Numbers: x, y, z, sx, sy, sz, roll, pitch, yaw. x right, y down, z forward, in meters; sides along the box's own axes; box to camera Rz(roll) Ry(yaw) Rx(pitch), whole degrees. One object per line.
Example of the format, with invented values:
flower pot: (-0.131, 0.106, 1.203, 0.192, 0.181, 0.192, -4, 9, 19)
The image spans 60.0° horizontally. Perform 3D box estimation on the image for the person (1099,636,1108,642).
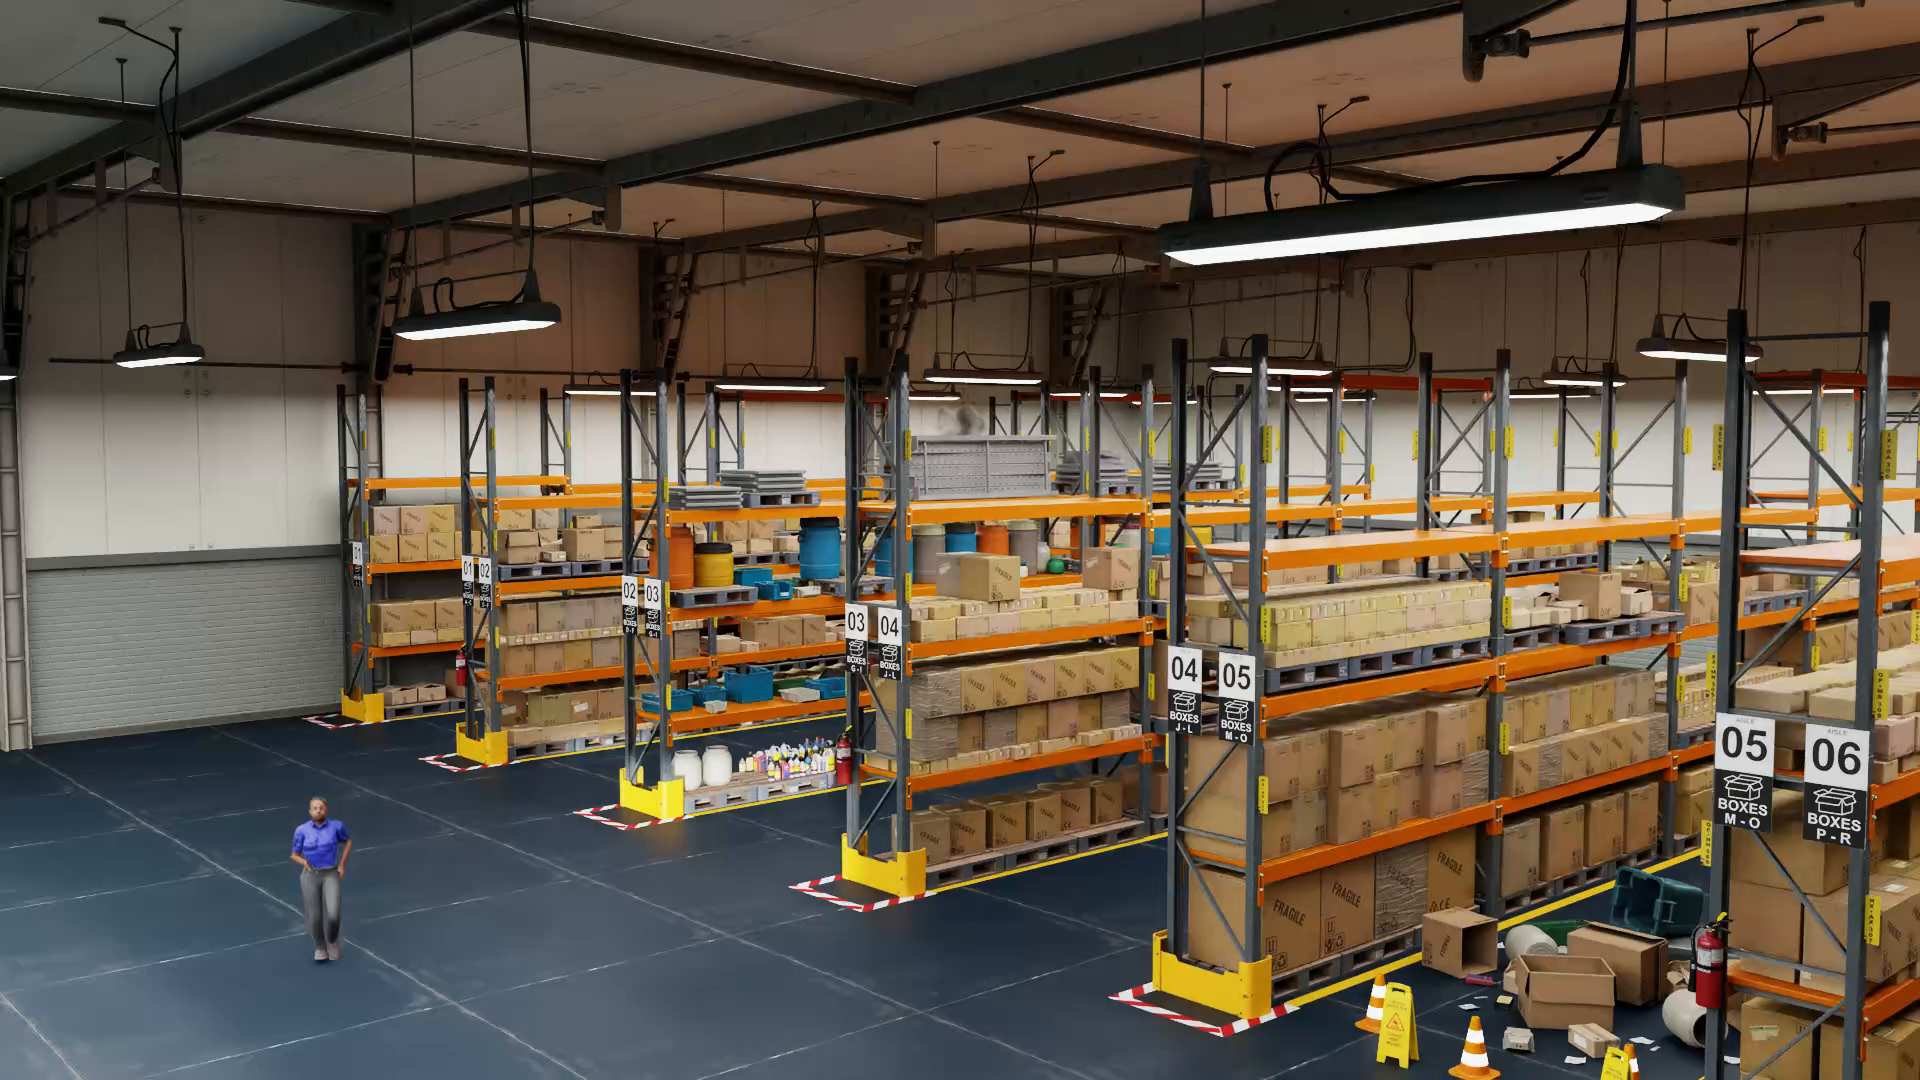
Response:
person: (2.574, 1.897, 32.131, 0.695, 1.759, 0.631, 3, 5, 42)

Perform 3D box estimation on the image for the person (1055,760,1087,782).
person: (1.590, 2.811, 23.147, 0.744, 1.748, 0.600, -3, 5, -41)

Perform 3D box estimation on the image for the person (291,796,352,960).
person: (-6.161, 3.291, 16.068, 0.554, 1.622, 0.611, -1, 4, -20)
